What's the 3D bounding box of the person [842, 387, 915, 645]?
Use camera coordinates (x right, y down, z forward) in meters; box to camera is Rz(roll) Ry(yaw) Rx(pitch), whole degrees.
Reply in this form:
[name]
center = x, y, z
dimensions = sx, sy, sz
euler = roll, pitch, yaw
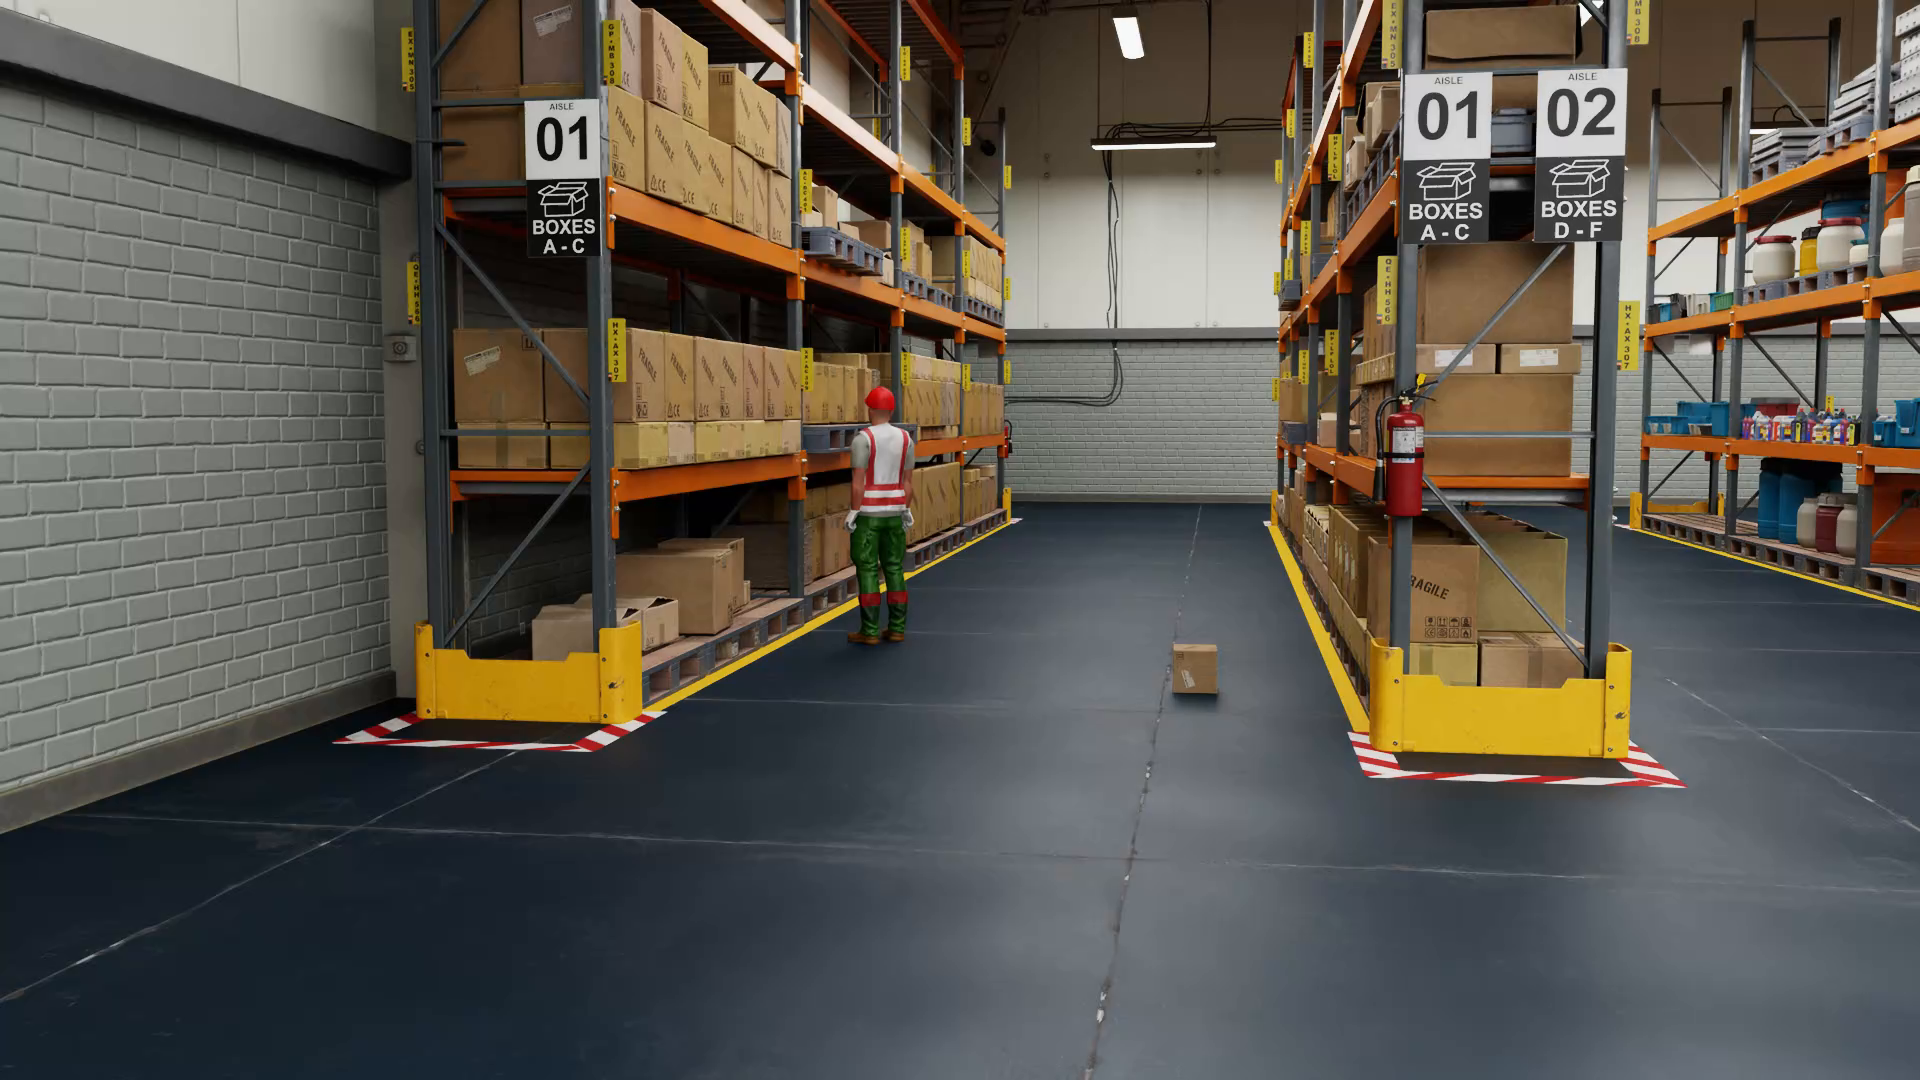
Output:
[person]
center = -0.581, -0.176, 11.675
dimensions = 0.546, 1.796, 0.370
euler = -3, 5, -35
